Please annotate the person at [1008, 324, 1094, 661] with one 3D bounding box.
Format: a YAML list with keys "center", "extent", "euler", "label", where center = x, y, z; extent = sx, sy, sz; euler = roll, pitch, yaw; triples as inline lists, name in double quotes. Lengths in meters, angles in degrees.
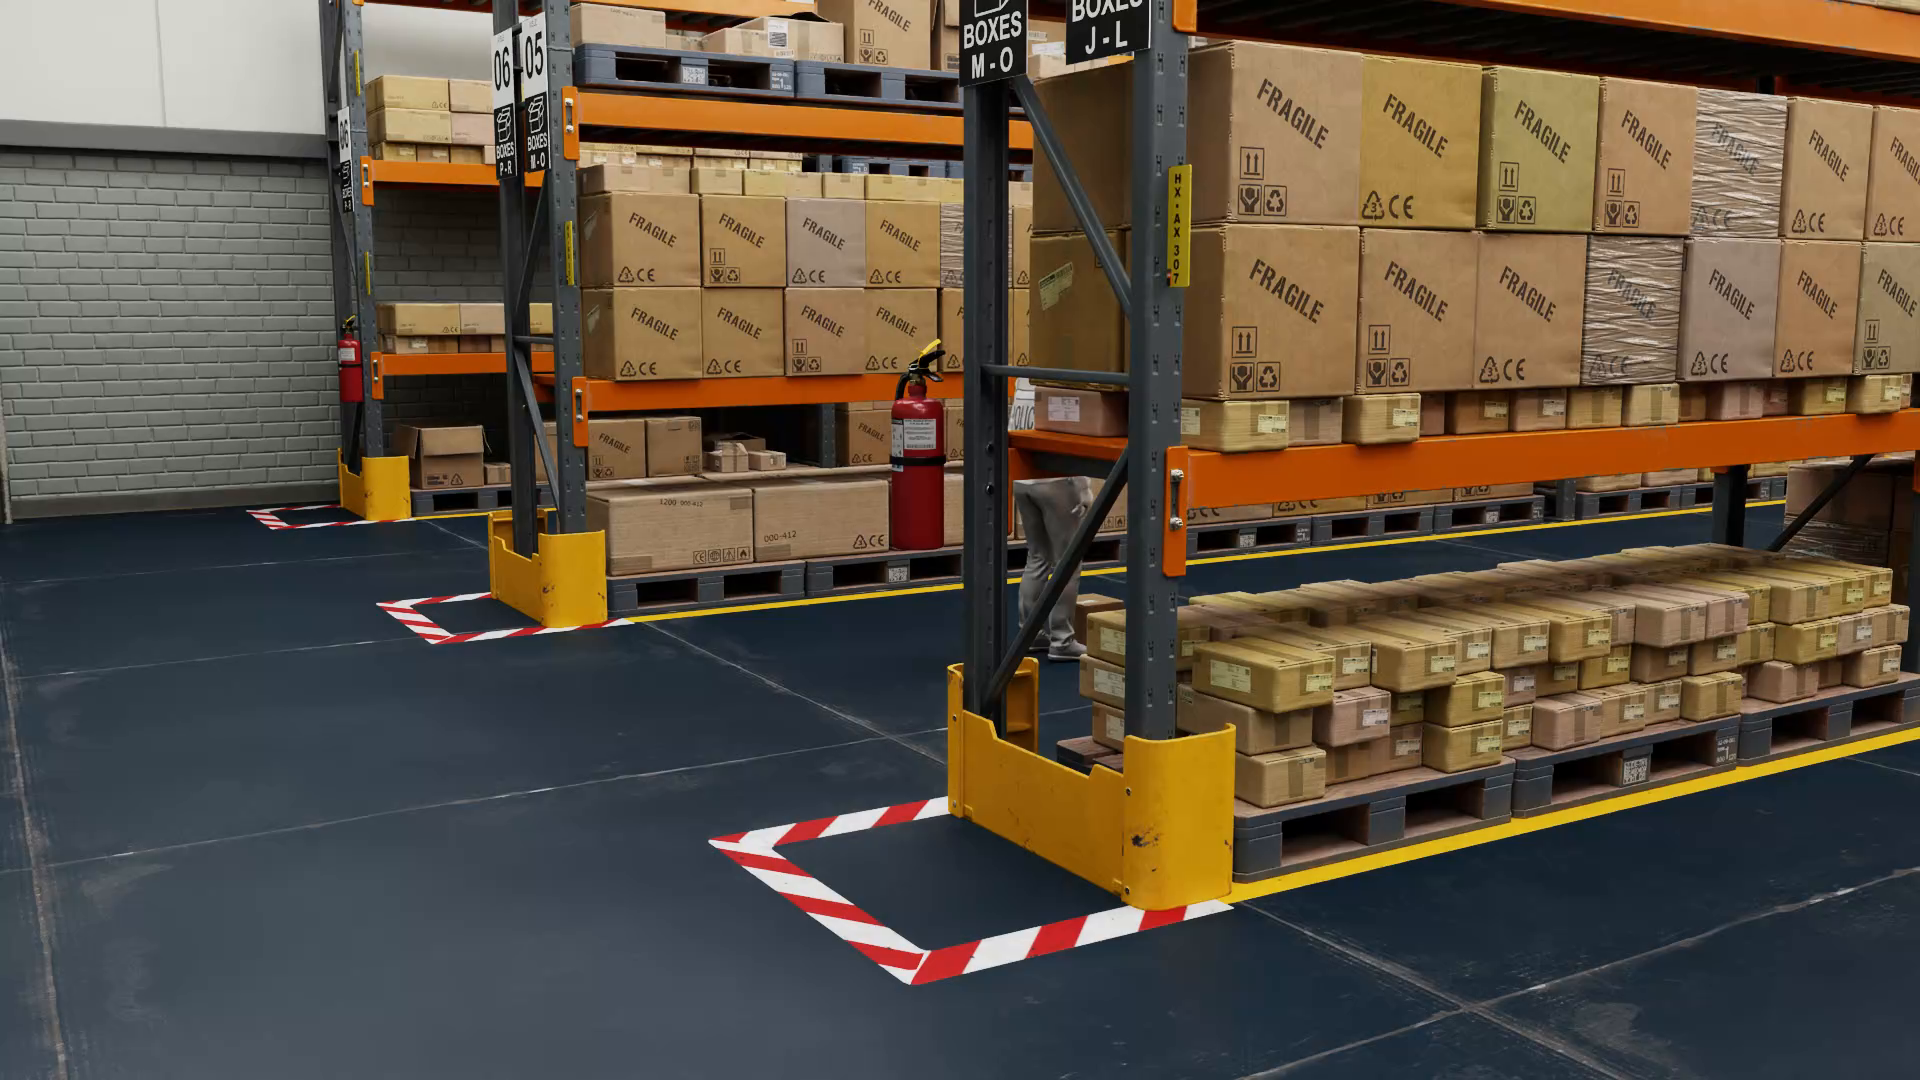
- center: [0.438, -0.263, 8.113]
  extent: [0.369, 1.667, 0.547]
  euler: [-6, 10, -34]
  label: "person"
